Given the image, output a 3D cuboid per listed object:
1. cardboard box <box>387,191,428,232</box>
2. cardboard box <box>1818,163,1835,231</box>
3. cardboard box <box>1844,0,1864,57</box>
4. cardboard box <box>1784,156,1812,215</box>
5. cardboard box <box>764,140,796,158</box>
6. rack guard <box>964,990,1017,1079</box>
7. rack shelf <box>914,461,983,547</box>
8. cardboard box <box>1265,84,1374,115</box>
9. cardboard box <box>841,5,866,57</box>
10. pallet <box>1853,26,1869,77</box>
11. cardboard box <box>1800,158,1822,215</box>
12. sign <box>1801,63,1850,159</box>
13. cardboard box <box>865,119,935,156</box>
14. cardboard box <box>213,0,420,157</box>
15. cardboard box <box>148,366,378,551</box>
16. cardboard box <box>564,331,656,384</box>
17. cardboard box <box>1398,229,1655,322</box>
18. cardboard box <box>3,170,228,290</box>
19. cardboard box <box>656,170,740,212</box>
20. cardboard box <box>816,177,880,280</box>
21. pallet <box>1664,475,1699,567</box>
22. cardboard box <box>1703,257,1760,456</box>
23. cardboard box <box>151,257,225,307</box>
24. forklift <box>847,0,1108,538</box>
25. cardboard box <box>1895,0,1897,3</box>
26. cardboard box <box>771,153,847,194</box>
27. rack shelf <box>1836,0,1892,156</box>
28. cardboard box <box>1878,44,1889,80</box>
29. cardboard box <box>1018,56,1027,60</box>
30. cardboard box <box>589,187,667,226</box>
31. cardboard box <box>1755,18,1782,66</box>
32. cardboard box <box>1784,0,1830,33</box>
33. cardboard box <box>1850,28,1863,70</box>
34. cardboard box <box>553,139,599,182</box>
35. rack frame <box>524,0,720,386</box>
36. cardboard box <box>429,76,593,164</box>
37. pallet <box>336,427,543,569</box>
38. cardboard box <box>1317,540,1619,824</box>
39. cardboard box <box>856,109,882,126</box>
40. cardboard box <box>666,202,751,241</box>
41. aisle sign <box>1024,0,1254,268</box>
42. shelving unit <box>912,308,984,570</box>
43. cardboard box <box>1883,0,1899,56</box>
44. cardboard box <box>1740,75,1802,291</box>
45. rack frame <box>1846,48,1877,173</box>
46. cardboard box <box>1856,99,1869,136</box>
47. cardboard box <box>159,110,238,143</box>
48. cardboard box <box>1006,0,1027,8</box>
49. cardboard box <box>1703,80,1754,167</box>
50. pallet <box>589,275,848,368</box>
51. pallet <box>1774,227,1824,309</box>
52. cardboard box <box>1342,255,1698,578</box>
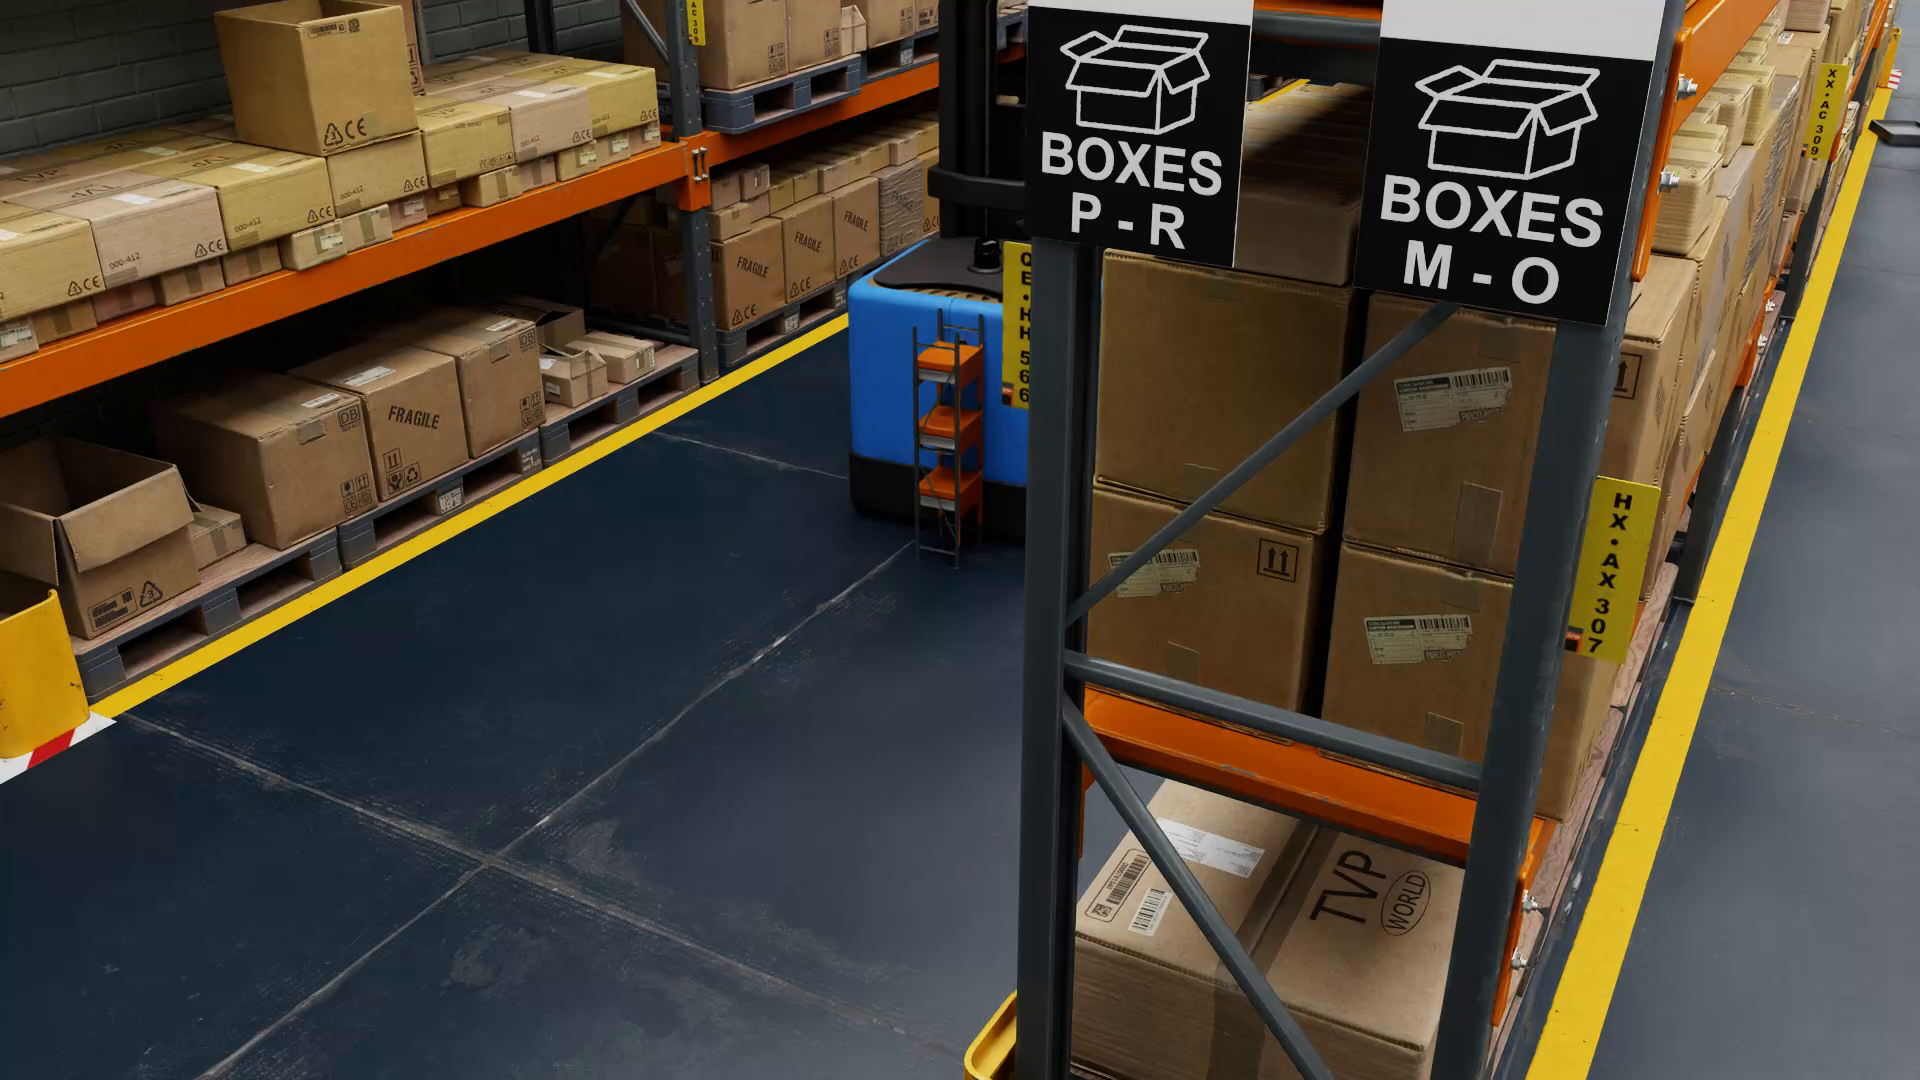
[{"bbox_3d":[-2.476,-1.410,6.997,0.380,0.149,0.250,14,30,26],"label":"cardboard box"},{"bbox_3d":[5.170,-2.287,10.935,0.950,0.372,0.625,14,30,25],"label":"cardboard box"},{"bbox_3d":[4.005,-2.606,7.876,0.500,0.500,0.500,14,30,26],"label":"cardboard box"},{"bbox_3d":[3.021,-1.474,6.453,0.500,0.250,0.500,13,30,25],"label":"cardboard box"},{"bbox_3d":[-1.235,-2.381,10.254,0.380,0.149,0.250,15,30,27],"label":"cardboard box"},{"bbox_3d":[0.580,1.478,3.740,1.175,0.500,0.348,14,30,26],"label":"rack guard"},{"bbox_3d":[-0.047,-0.154,7.029,0.215,0.259,0.240,11,29,21],"label":"rack shelf"},{"bbox_3d":[0.911,-0.928,3.799,0.380,0.149,0.250,15,30,27],"label":"cardboard box"},{"bbox_3d":[-0.747,-2.885,9.342,0.396,0.266,0.258,16,31,29],"label":"cardboard box"},{"bbox_3d":[4.785,-2.983,10.072,1.213,0.211,1.003,14,30,26],"label":"pallet"},{"bbox_3d":[3.525,-1.653,7.368,0.500,0.250,0.500,14,30,26],"label":"cardboard box"},{"bbox_3d":[3.043,-1.509,5.858,0.100,0.325,0.005,14,30,26],"label":"sign"},{"bbox_3d":[-0.386,-2.574,10.640,0.380,0.149,0.250,14,30,25],"label":"cardboard box"},{"bbox_3d":[-2.537,-1.844,6.581,0.500,0.500,0.500,15,30,27],"label":"cardboard box"},{"bbox_3d":[-2.894,-0.353,6.928,0.700,0.500,0.500,16,31,28],"label":"cardboard box"},{"bbox_3d":[-1.783,-0.931,8.475,0.380,0.149,0.250,13,29,25],"label":"cardboard box"},{"bbox_3d":[1.007,-0.509,2.962,0.380,0.149,0.250,15,30,27],"label":"cardboard box"},{"bbox_3d":[-3.026,-1.121,5.974,0.500,0.250,0.500,15,30,27],"label":"cardboard box"},{"bbox_3d":[-1.409,-1.888,8.936,0.380,0.149,0.250,14,30,25],"label":"cardboard box"},{"bbox_3d":[-0.828,-1.912,10.042,0.500,0.500,0.500,13,29,25],"label":"cardboard box"},{"bbox_3d":[2.873,-0.279,7.571,1.003,0.211,1.213,14,30,26],"label":"pallet"},{"bbox_3d":[2.071,-0.615,5.016,0.500,0.500,0.500,14,30,25],"label":"cardboard box"},{"bbox_3d":[-2.970,-1.001,6.179,0.380,0.149,0.250,15,30,28],"label":"cardboard box"},{"bbox_3d":[0.573,-1.936,7.844,1.130,2.935,3.031,11,29,21],"label":"forklift"},{"bbox_3d":[7.916,-4.742,14.411,0.380,0.149,0.250,16,31,28],"label":"cardboard box"},{"bbox_3d":[-0.892,-2.168,9.828,0.380,0.149,0.250,14,30,26],"label":"cardboard box"},{"bbox_3d":[5.511,-3.225,11.145,1.077,0.370,4.000,14,30,26],"label":"rack shelf"},{"bbox_3d":[8.287,-4.460,15.410,0.500,0.250,0.500,14,30,26],"label":"cardboard box"},{"bbox_3d":[0.837,-3.481,13.037,0.875,0.625,0.625,15,30,28],"label":"cardboard box"},{"bbox_3d":[-1.834,-1.867,9.227,0.380,0.149,0.250,13,29,24],"label":"cardboard box"},{"bbox_3d":[2.129,-1.418,4.779,0.380,0.149,0.250,14,30,26],"label":"cardboard box"},{"bbox_3d":[2.685,-1.800,5.542,0.380,0.149,0.250,14,30,25],"label":"cardboard box"},{"bbox_3d":[4.510,-2.679,8.860,0.500,0.250,0.500,14,30,26],"label":"cardboard box"},{"bbox_3d":[-1.917,-1.795,7.765,0.380,0.149,0.250,15,30,27],"label":"cardboard box"},{"bbox_3d":[-1.764,-2.300,8.493,1.000,3.000,0.127,14,30,26],"label":"rack frame"},{"bbox_3d":[-2.036,-1.915,7.560,0.500,0.250,0.500,14,30,26],"label":"cardboard box"},{"bbox_3d":[-2.702,-0.308,7.630,1.003,0.211,1.213,14,30,26],"label":"pallet"},{"bbox_3d":[1.077,0.182,3.424,0.500,0.500,0.500,14,30,26],"label":"cardboard box"},{"bbox_3d":[-0.746,-2.787,11.064,0.380,0.149,0.250,13,29,24],"label":"cardboard box"},{"bbox_3d":[-1.356,-1.741,8.976,0.380,0.149,0.250,16,31,28],"label":"cardboard box"},{"bbox_3d":[0.286,-0.852,2.697,0.394,0.787,0.004,14,30,26],"label":"aisle sign"},{"bbox_3d":[-0.047,-0.412,6.900,0.215,1.050,0.252,11,29,21],"label":"shelving unit"},{"bbox_3d":[8.042,-4.605,14.863,0.500,0.500,0.500,15,30,28],"label":"cardboard box"},{"bbox_3d":[2.068,-1.059,4.786,0.500,0.500,0.500,15,30,27],"label":"cardboard box"},{"bbox_3d":[6.495,-4.326,12.541,1.000,3.000,0.127,14,30,26],"label":"rack frame"},{"bbox_3d":[7.020,-3.455,13.403,0.500,0.250,0.500,13,29,24],"label":"cardboard box"},{"bbox_3d":[-2.977,-1.641,7.013,0.500,0.250,0.500,14,30,26],"label":"cardboard box"},{"bbox_3d":[0.214,-3.594,10.890,0.380,0.149,0.250,15,30,27],"label":"cardboard box"},{"bbox_3d":[1.658,-1.011,3.965,0.380,0.149,0.250,14,30,27],"label":"cardboard box"},{"bbox_3d":[-1.397,-1.378,9.768,1.003,0.211,1.213,14,30,26],"label":"pallet"},{"bbox_3d":[4.913,-1.824,10.659,1.003,0.211,1.213,14,30,26],"label":"pallet"},{"bbox_3d":[1.075,-0.266,3.201,0.500,0.500,0.500,13,30,25],"label":"cardboard box"}]
